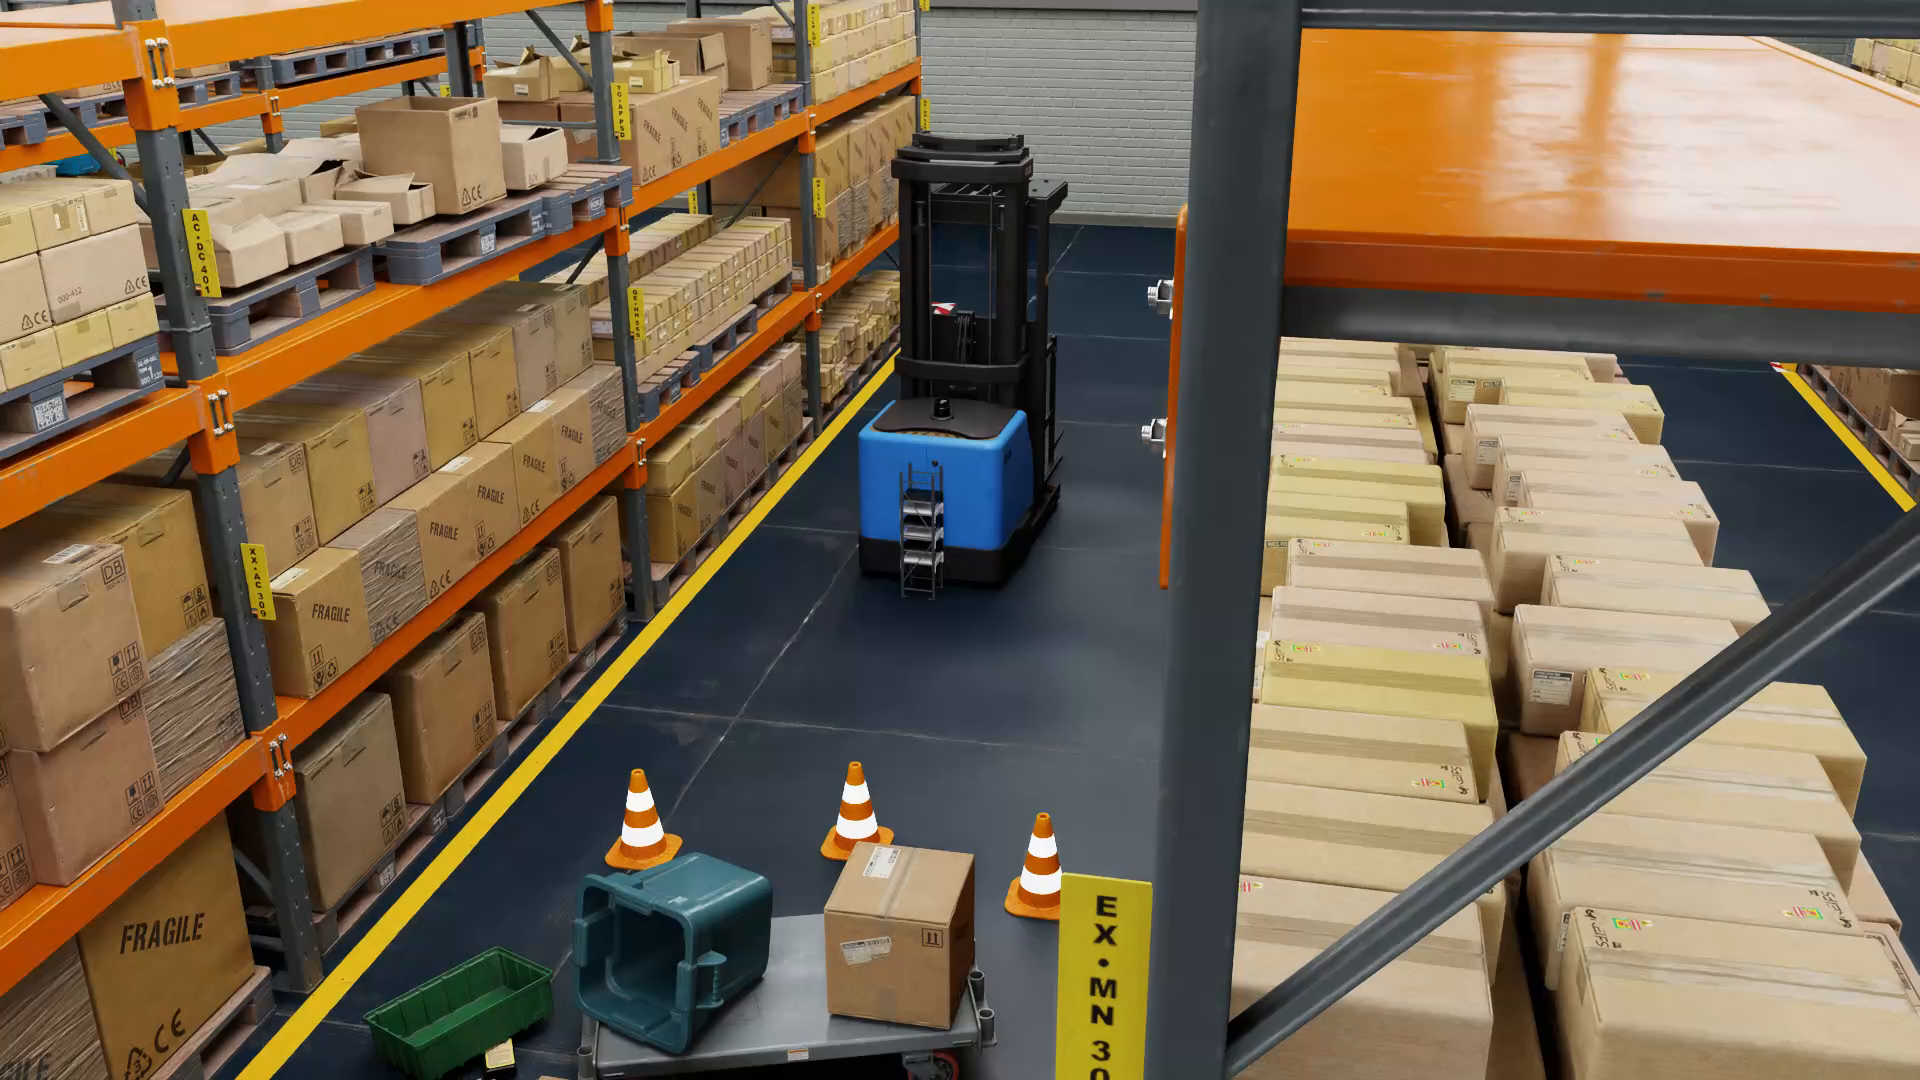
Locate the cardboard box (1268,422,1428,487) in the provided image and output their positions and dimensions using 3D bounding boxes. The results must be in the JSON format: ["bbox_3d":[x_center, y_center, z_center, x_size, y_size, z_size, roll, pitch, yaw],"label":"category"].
[{"bbox_3d":[0.918,-0.169,4.011,0.380,0.149,0.250,4,22,10],"label":"cardboard box"}]

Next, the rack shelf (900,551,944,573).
[{"bbox_3d":[-0.259,0.141,11.369,0.258,0.077,0.200,6,23,14],"label":"rack shelf"}]

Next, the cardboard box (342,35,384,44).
[{"bbox_3d":[-6.094,-5.122,16.212,0.700,0.500,0.500,5,23,13],"label":"cardboard box"}]

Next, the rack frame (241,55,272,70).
[{"bbox_3d":[-6.555,-5.559,14.110,1.000,3.000,0.127,4,22,11],"label":"rack frame"}]

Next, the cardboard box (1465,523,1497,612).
[{"bbox_3d":[1.379,0.185,3.667,0.500,0.250,0.500,5,22,12],"label":"cardboard box"}]

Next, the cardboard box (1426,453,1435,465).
[{"bbox_3d":[0.945,-0.043,4.233,0.500,0.250,0.500,5,22,11],"label":"cardboard box"}]

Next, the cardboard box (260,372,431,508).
[{"bbox_3d":[-3.050,-0.500,8.109,0.700,0.500,0.500,5,22,11],"label":"cardboard box"}]

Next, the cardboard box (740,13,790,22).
[{"bbox_3d":[-1.702,-4.512,14.524,0.380,0.149,0.250,5,23,13],"label":"cardboard box"}]

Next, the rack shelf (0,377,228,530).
[{"bbox_3d":[-3.760,0.239,4.694,1.077,0.370,4.000,4,22,11],"label":"rack shelf"}]

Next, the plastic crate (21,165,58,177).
[{"bbox_3d":[-10.577,-4.210,19.064,0.396,0.136,0.243,4,22,11],"label":"plastic crate"}]

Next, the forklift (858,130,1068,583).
[{"bbox_3d":[0.162,-1.587,12.370,1.130,2.935,3.031,6,23,14],"label":"forklift"}]

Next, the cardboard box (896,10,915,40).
[{"bbox_3d":[-0.749,-5.190,16.741,0.500,0.250,0.500,4,22,9],"label":"cardboard box"}]

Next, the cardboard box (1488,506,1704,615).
[{"bbox_3d":[1.311,0.055,3.456,0.380,0.149,0.250,5,22,12],"label":"cardboard box"}]

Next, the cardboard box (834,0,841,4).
[{"bbox_3d":[-1.389,-5.276,16.421,0.380,0.149,0.250,4,22,11],"label":"cardboard box"}]

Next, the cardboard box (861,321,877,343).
[{"bbox_3d":[-1.029,-2.044,16.269,0.380,0.149,0.250,5,22,11],"label":"cardboard box"}]

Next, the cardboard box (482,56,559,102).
[{"bbox_3d":[-2.708,-2.859,10.263,0.396,0.266,0.258,4,22,11],"label":"cardboard box"}]

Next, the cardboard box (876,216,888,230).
[{"bbox_3d":[-0.929,-3.196,16.611,0.380,0.149,0.250,3,22,9],"label":"cardboard box"}]

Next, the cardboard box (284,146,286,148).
[{"bbox_3d":[-6.099,-3.527,15.896,0.500,0.500,0.500,4,22,11],"label":"cardboard box"}]

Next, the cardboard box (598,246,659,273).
[{"bbox_3d":[-2.513,-2.133,12.613,0.380,0.149,0.250,5,23,13],"label":"cardboard box"}]

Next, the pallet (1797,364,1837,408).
[{"bbox_3d":[8.646,-1.493,15.779,1.003,0.211,1.213,4,22,11],"label":"pallet"}]

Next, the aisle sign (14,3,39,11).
[{"bbox_3d":[-10.864,-5.871,19.437,0.394,0.787,0.004,4,22,11],"label":"aisle sign"}]

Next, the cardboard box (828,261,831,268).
[{"bbox_3d":[-1.362,-2.423,14.691,0.380,0.149,0.250,5,22,12],"label":"cardboard box"}]

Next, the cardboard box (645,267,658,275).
[{"bbox_3d":[-2.513,-1.988,12.650,0.380,0.149,0.250,4,22,10],"label":"cardboard box"}]

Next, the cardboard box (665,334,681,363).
[{"bbox_3d":[-2.138,-1.321,11.393,0.380,0.149,0.250,6,23,14],"label":"cardboard box"}]

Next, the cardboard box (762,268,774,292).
[{"bbox_3d":[-1.712,-2.093,13.309,0.380,0.149,0.250,4,22,11],"label":"cardboard box"}]

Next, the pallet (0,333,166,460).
[{"bbox_3d":[-3.530,-0.487,5.651,1.003,0.211,1.213,4,22,11],"label":"pallet"}]

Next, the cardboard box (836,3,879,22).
[{"bbox_3d":[-0.976,-4.953,15.618,0.380,0.149,0.250,5,22,12],"label":"cardboard box"}]

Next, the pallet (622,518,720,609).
[{"bbox_3d":[-2.375,0.110,11.798,1.003,0.211,1.213,4,22,11],"label":"pallet"}]

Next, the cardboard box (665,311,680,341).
[{"bbox_3d":[-2.136,-1.473,11.372,0.380,0.149,0.250,4,22,9],"label":"cardboard box"}]

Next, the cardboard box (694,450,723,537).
[{"bbox_3d":[-2.043,-0.357,12.008,0.500,0.500,0.500,5,22,12],"label":"cardboard box"}]

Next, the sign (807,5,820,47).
[{"bbox_3d":[-1.176,-4.134,13.368,0.100,0.325,0.005,4,22,11],"label":"sign"}]

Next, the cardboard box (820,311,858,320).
[{"bbox_3d":[-1.192,-2.102,16.015,0.380,0.149,0.250,4,22,9],"label":"cardboard box"}]

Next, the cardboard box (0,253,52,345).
[{"bbox_3d":[-3.305,-0.752,5.296,0.500,0.250,0.500,4,22,11],"label":"cardboard box"}]

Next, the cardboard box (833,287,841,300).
[{"bbox_3d":[-1.428,-2.517,17.046,0.380,0.149,0.250,3,22,8],"label":"cardboard box"}]

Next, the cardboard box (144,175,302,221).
[{"bbox_3d":[-3.316,-1.466,7.469,0.500,0.250,0.500,4,22,10],"label":"cardboard box"}]

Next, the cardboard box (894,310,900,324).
[{"bbox_3d":[-0.760,-2.386,17.517,0.380,0.149,0.250,5,23,13],"label":"cardboard box"}]

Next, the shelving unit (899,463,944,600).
[{"bbox_3d":[-0.259,-0.057,11.290,0.258,0.900,0.210,6,23,14],"label":"shelving unit"}]

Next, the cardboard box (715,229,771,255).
[{"bbox_3d":[-1.719,-2.361,13.178,0.380,0.149,0.250,4,22,9],"label":"cardboard box"}]

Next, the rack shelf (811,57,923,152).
[{"bbox_3d":[-1.312,-4.150,15.591,1.077,0.370,4.000,4,22,11],"label":"rack shelf"}]

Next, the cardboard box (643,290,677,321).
[{"bbox_3d":[-2.146,-1.594,11.275,0.380,0.149,0.250,4,22,11],"label":"cardboard box"}]

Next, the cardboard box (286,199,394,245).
[{"bbox_3d":[-2.812,-1.444,7.549,0.380,0.149,0.250,4,22,11],"label":"cardboard box"}]

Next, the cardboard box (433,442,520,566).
[{"bbox_3d":[-2.671,-0.206,8.717,0.500,0.500,0.500,5,22,12],"label":"cardboard box"}]

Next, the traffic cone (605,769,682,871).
[{"bbox_3d":[-1.600,1.366,8.342,0.336,0.463,0.334,4,22,11],"label":"traffic cone"}]

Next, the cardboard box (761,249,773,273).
[{"bbox_3d":[-1.714,-2.230,13.250,0.380,0.149,0.250,5,23,13],"label":"cardboard box"}]

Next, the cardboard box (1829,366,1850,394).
[{"bbox_3d":[8.393,-1.616,15.134,0.700,0.500,0.500,5,23,13],"label":"cardboard box"}]

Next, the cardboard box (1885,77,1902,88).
[{"bbox_3d":[8.235,-3.912,14.374,0.380,0.149,0.250,4,22,11],"label":"cardboard box"}]

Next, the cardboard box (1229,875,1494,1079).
[{"bbox_3d":[0.478,0.577,2.159,0.380,0.149,0.250,5,22,11],"label":"cardboard box"}]

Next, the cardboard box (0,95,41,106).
[{"bbox_3d":[-7.227,-3.497,12.309,0.500,0.500,0.500,6,23,14],"label":"cardboard box"}]

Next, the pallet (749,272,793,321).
[{"bbox_3d":[-2.018,-2.003,13.570,1.003,0.211,1.213,4,22,11],"label":"pallet"}]

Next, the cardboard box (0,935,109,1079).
[{"bbox_3d":[-3.729,1.910,5.877,0.875,0.875,0.875,5,22,11],"label":"cardboard box"}]

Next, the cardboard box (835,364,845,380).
[{"bbox_3d":[-1.277,-1.534,15.402,0.380,0.149,0.250,4,22,11],"label":"cardboard box"}]

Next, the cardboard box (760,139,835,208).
[{"bbox_3d":[-1.389,-3.156,14.303,0.500,0.500,0.500,5,22,12],"label":"cardboard box"}]

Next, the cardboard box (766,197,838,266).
[{"bbox_3d":[-1.372,-2.707,14.528,0.500,0.500,0.500,4,22,10],"label":"cardboard box"}]

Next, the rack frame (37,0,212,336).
[{"bbox_3d":[-3.352,-2.218,5.815,1.000,3.000,0.127,4,22,11],"label":"rack frame"}]
